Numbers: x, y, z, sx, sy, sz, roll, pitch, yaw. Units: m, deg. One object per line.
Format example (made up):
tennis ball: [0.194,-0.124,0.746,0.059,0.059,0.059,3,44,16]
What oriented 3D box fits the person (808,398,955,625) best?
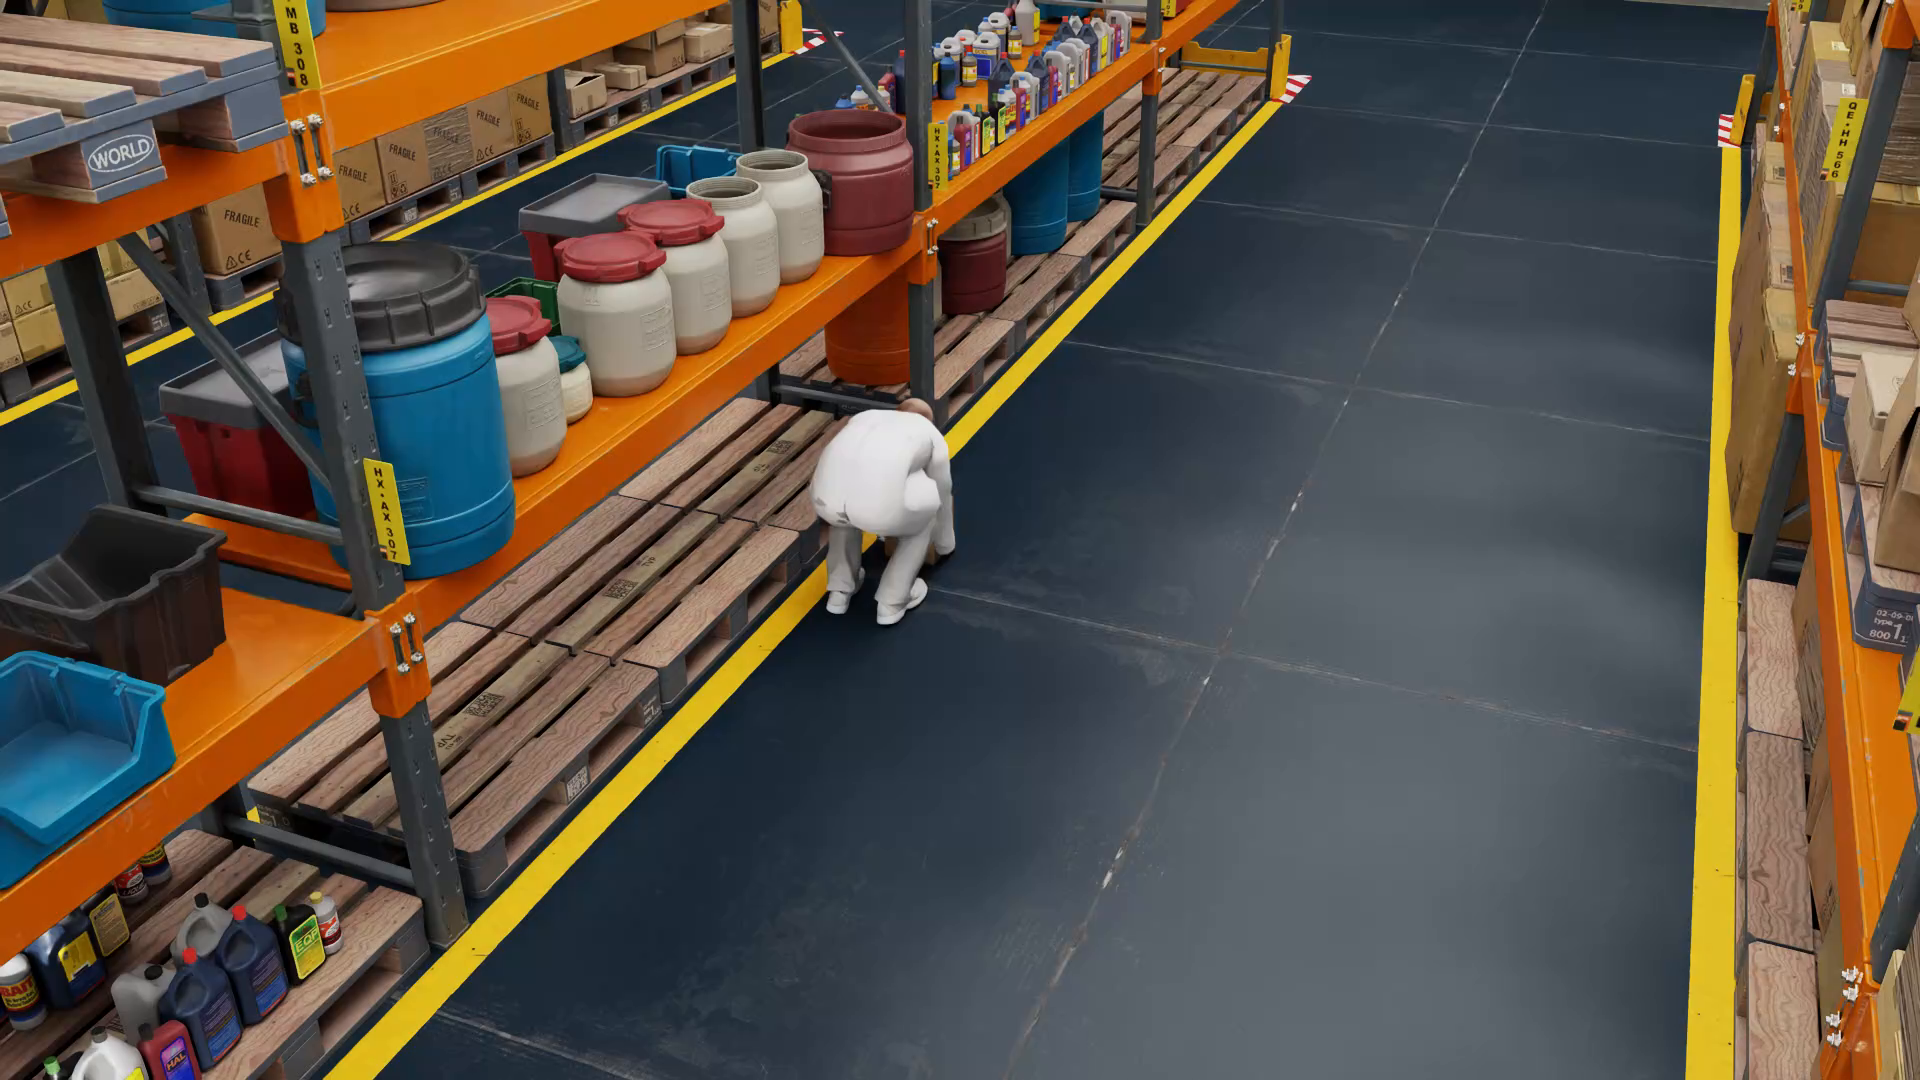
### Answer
person: [-0.326,-0.165,7.388,0.591,0.885,0.957,10,31,18]
